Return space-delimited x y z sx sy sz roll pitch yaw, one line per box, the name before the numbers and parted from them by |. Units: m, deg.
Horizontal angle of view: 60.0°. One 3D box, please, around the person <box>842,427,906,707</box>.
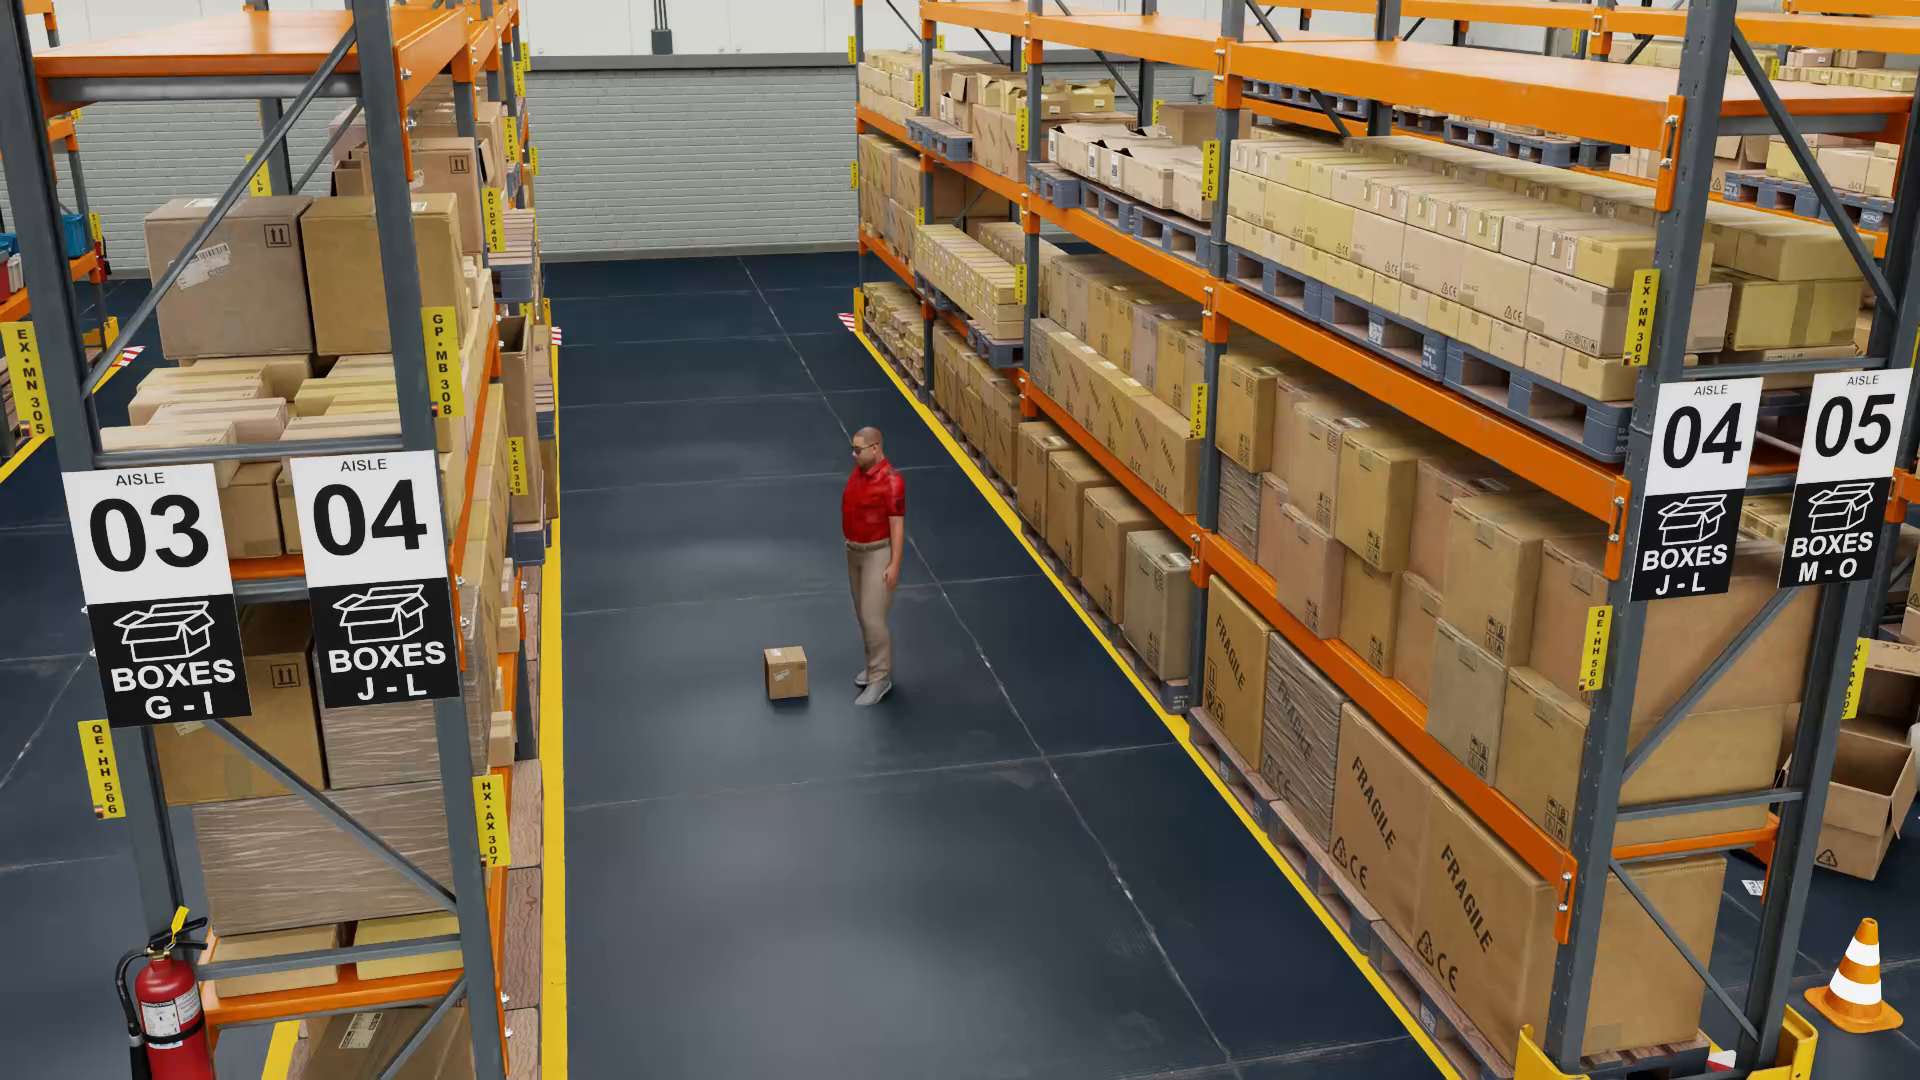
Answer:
person | -0.619 0.154 10.704 0.495 1.766 0.578 -14 24 -34
